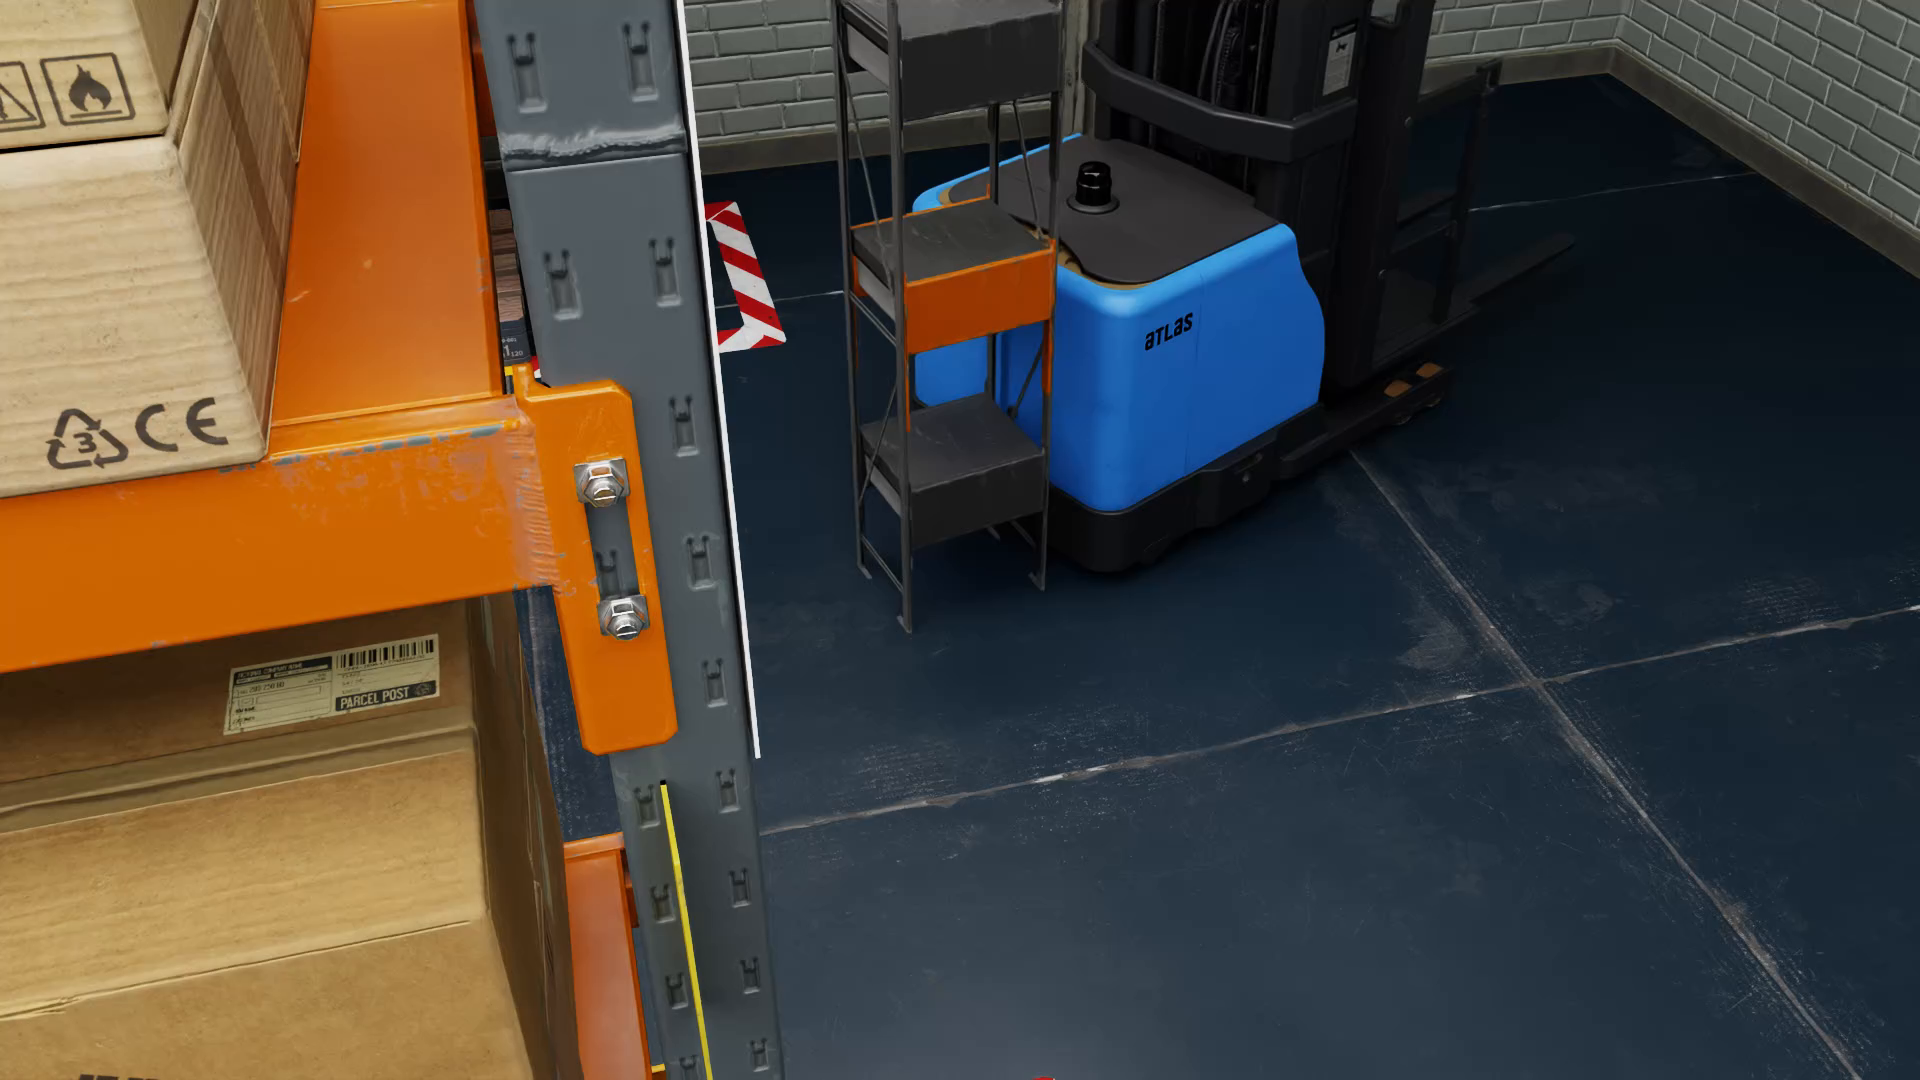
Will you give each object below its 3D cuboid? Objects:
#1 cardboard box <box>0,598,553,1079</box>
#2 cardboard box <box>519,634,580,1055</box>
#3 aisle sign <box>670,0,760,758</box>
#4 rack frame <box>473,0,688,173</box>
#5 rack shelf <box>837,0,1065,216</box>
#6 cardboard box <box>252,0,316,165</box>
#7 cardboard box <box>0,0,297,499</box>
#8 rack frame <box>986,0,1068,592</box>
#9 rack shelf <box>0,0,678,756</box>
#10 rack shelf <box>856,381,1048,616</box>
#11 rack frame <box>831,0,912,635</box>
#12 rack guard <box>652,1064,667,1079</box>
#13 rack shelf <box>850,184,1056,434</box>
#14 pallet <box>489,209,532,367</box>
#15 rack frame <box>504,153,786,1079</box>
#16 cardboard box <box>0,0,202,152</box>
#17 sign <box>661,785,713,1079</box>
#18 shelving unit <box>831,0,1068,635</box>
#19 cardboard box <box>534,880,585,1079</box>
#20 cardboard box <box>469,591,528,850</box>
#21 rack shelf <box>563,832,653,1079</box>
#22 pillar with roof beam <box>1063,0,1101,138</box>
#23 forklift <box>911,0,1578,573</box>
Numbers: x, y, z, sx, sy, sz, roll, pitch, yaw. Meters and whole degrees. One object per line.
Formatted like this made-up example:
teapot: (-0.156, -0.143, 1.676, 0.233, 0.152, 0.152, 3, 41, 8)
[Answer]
cardboard box: (-0.741, 0.431, 1.813, 0.500, 0.500, 0.500, -10, 38, -12)
cardboard box: (-0.880, 0.512, 2.530, 0.500, 0.500, 0.500, -9, 38, -11)
aisle sign: (-0.237, -0.228, 1.439, 0.004, 0.787, 0.394, -9, 38, -12)
rack frame: (-0.383, -1.747, 0.627, 0.127, 3.000, 1.000, -9, 38, -12)
rack shelf: (-0.033, -1.251, 4.527, 0.480, 0.518, 0.431, -17, 41, -21)
cardboard box: (-0.945, -0.564, 1.673, 0.500, 0.250, 0.500, -9, 38, -12)
cardboard box: (-0.810, -0.260, 1.276, 0.500, 0.250, 0.500, -9, 38, -12)
rack frame: (0.185, -0.773, 5.032, 0.015, 2.100, 0.400, -17, 41, -21)
rack shelf: (-2.313, 0.047, 1.343, 4.000, 0.370, 1.077, -9, 38, -12)
rack shelf: (-0.033, -0.139, 5.378, 0.480, 0.518, 0.431, -17, 41, -21)
rack frame: (-0.250, -0.638, 4.856, 0.015, 2.100, 0.400, -17, 41, -21)
rack guard: (-0.456, 1.641, 3.194, 0.348, 0.500, 1.175, -9, 38, -12)
rack shelf: (-0.033, -0.695, 4.952, 0.480, 0.518, 0.431, -17, 41, -21)
pallet: (-2.429, -0.989, 6.869, 1.213, 0.211, 1.003, -9, 38, -12)
rack frame: (-0.383, 0.636, 2.450, 0.127, 3.000, 1.000, -9, 38, -12)
cardboard box: (-0.812, -0.464, 1.130, 0.500, 0.250, 0.500, -9, 38, -12)
sign: (-0.257, 0.379, 1.573, 0.005, 0.325, 0.100, -9, 38, -12)
shelving unit: (-0.033, -0.705, 4.944, 0.503, 2.100, 0.431, -17, 41, -21)
cardboard box: (-0.744, 0.827, 2.118, 0.500, 0.500, 0.500, -8, 38, -11)
cardboard box: (-0.880, 0.115, 2.226, 0.500, 0.500, 0.500, -8, 38, -11)
rack shelf: (-2.313, 1.238, 2.254, 4.000, 0.370, 1.077, -9, 38, -12)
pillar with roof beam: (1.826, -3.062, 2.346, 0.400, 9.000, 9.100, -9, 38, -12)
forklift: (1.268, -1.818, 5.714, 3.031, 2.935, 1.130, -28, 45, -32)
